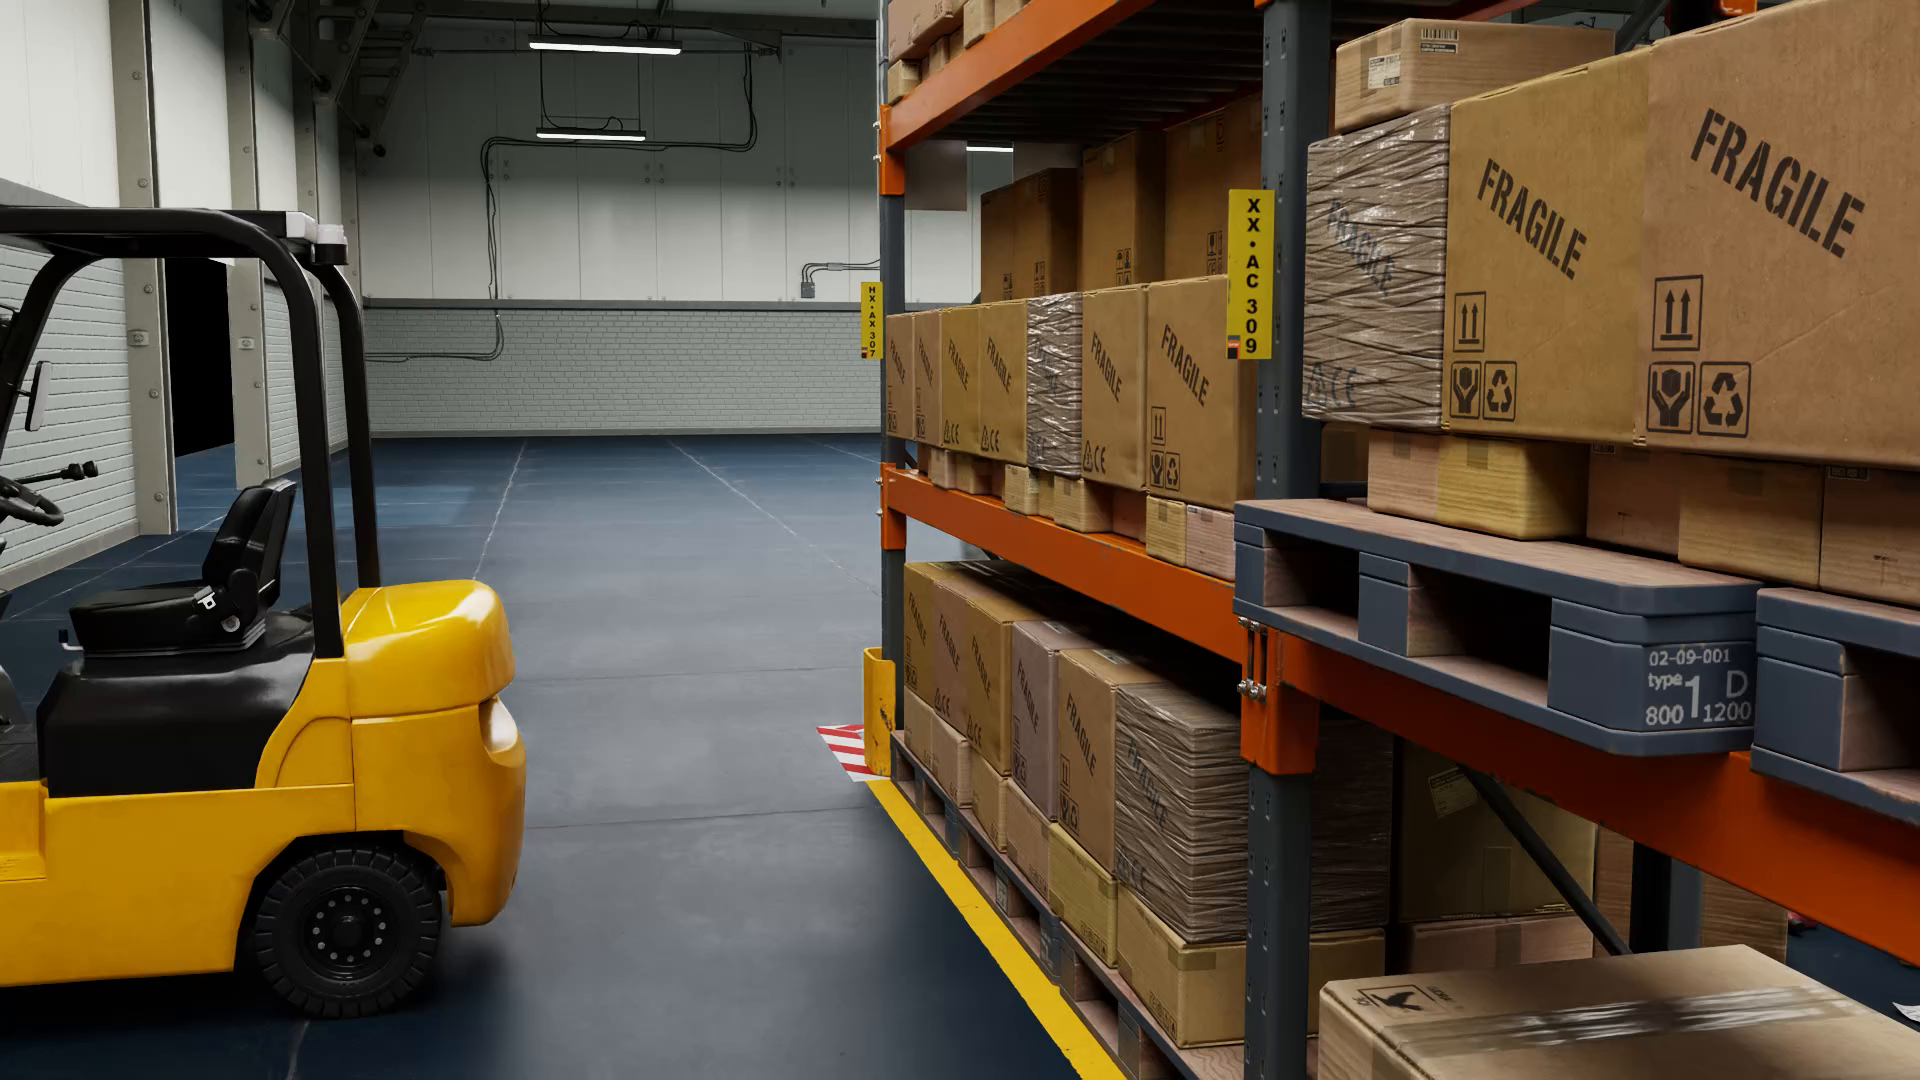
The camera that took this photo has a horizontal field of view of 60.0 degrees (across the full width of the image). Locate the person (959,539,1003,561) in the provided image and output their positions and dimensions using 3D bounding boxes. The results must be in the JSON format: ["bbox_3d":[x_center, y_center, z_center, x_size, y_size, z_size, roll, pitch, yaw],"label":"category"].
[{"bbox_3d":[0.182,-0.174,10.342,0.473,1.655,0.389,-1,6,-13],"label":"person"}]
